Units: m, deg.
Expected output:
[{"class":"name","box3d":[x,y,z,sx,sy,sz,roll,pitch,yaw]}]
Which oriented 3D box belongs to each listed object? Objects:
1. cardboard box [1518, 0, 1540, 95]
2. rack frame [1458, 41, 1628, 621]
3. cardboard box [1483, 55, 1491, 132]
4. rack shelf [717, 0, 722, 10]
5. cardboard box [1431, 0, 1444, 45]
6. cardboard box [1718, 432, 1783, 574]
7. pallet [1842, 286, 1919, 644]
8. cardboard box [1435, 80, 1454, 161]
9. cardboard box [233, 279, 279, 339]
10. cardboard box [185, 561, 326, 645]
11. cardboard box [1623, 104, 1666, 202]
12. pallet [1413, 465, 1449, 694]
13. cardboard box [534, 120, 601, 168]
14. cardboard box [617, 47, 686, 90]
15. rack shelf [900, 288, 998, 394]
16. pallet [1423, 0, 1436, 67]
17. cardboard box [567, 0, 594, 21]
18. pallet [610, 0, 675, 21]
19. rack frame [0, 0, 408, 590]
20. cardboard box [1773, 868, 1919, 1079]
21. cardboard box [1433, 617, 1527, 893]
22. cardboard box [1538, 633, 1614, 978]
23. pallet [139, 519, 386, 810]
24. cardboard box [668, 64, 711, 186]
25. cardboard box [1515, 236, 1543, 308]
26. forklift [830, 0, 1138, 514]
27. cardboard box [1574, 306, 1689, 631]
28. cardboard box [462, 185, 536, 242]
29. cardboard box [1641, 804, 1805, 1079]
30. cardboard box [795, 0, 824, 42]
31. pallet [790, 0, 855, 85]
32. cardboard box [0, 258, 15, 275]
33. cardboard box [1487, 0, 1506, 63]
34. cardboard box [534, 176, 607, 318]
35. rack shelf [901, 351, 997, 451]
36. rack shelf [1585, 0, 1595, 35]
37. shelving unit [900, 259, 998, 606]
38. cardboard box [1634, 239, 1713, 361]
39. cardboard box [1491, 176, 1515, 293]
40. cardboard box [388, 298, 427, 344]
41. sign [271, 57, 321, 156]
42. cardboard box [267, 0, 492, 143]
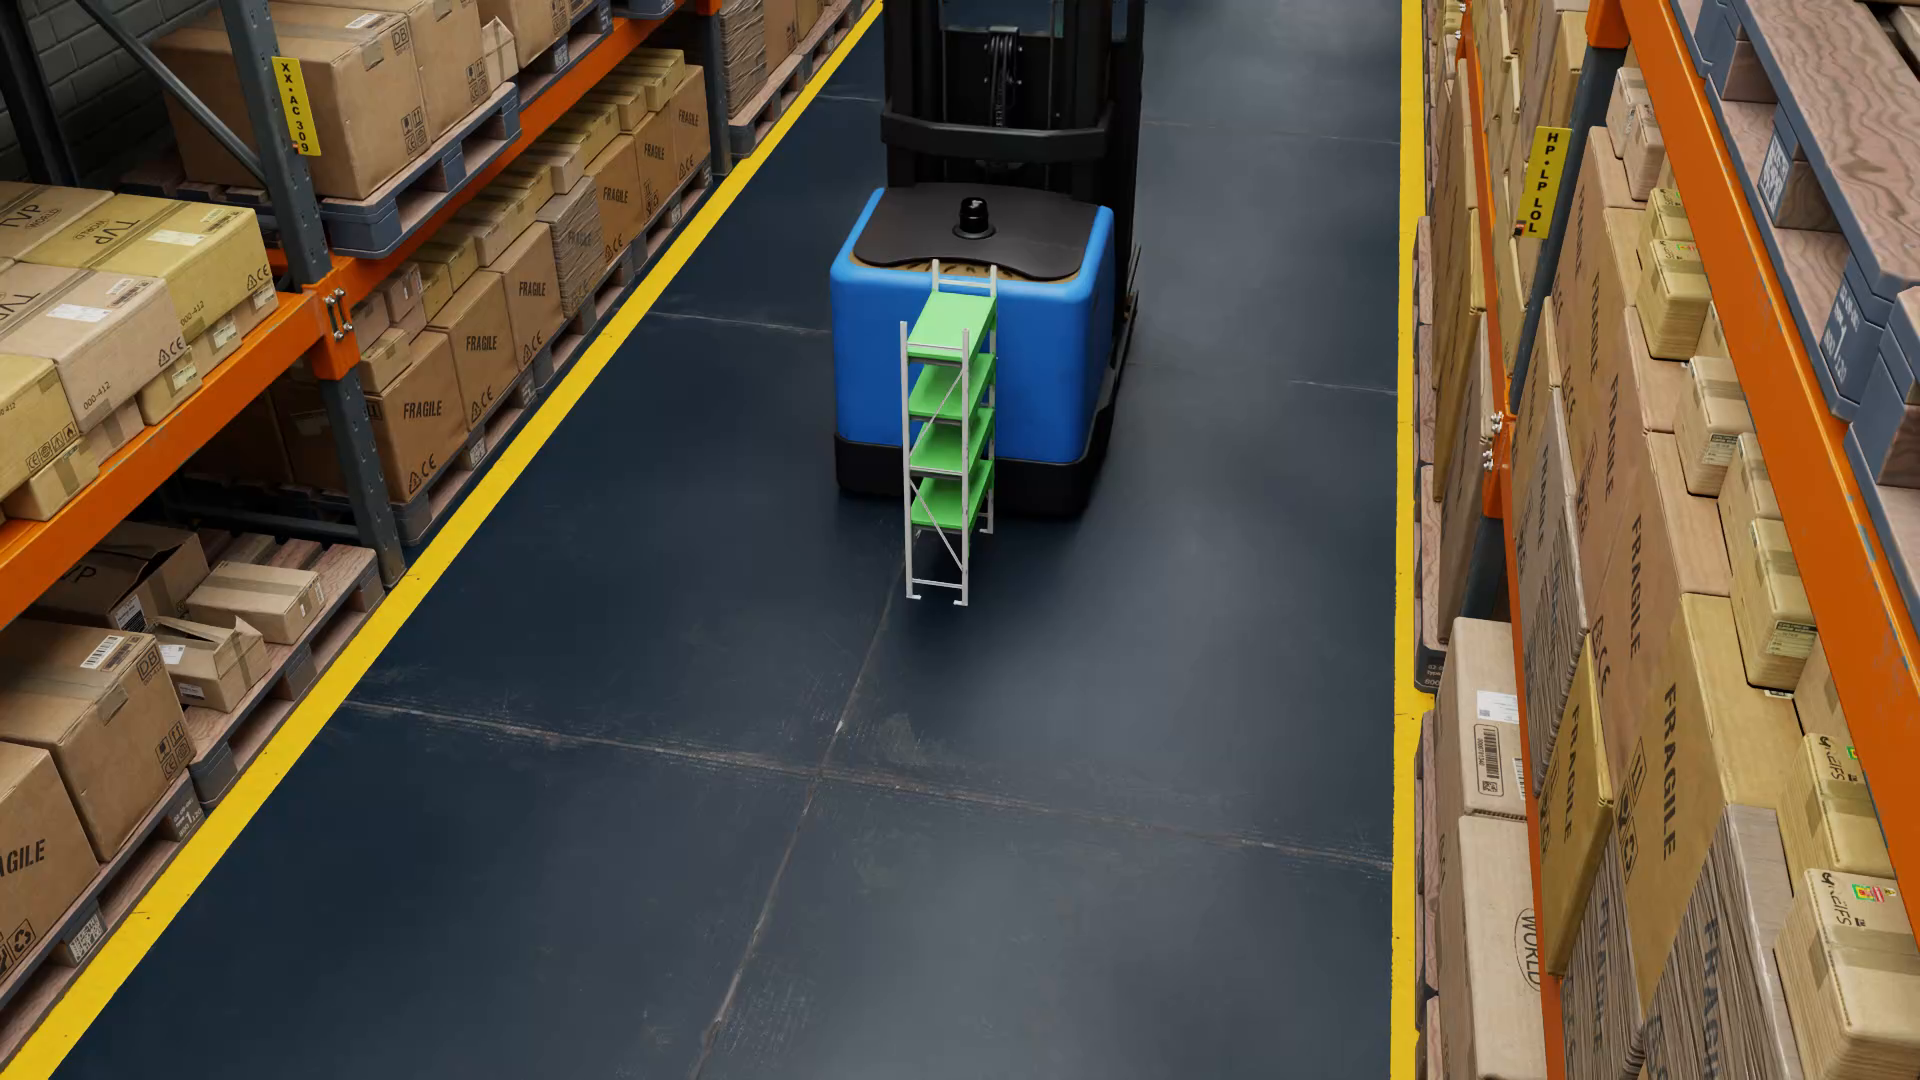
[{"class":"cardboard box","box3d":[2.244,-1.816,5.762,0.500,0.500,0.500,8,37,11]},{"class":"rack frame","box3d":[2.163,-0.497,4.880,1.000,3.000,0.127,7,37,10]},{"class":"cardboard box","box3d":[2.457,-1.884,6.921,0.500,0.250,0.500,8,37,12]},{"class":"rack shelf","box3d":[-1.405,-4.266,10.693,1.077,0.370,4.000,7,37,10]},{"class":"cardboard box","box3d":[3.612,-3.476,10.872,0.950,0.372,0.625,10,37,13]},{"class":"cardboard box","box3d":[1.483,-0.030,2.745,0.380,0.149,0.250,8,37,11]},{"class":"pallet","box3d":[1.457,0.191,1.451,1.003,0.211,1.213,7,37,10]},{"class":"cardboard box","box3d":[3.148,-2.219,9.137,0.950,0.372,0.625,5,36,7]},{"class":"cardboard box","box3d":[-2.508,-0.801,5.514,0.380,0.149,0.250,8,37,11]},{"class":"cardboard box","box3d":[-2.519,0.223,5.958,0.380,0.149,0.250,6,36,9]},{"class":"cardboard box","box3d":[1.803,-0.908,3.957,0.380,0.149,0.250,8,37,11]},{"class":"pallet","box3d":[2.254,0.180,6.322,1.003,0.211,1.213,7,37,10]},{"class":"cardboard box","box3d":[-1.971,-1.922,8.065,0.380,0.149,0.250,7,36,9]},{"class":"cardboard box","box3d":[-1.690,-2.516,8.885,0.380,0.149,0.250,6,36,8]},{"class":"rack shelf","box3d":[-0.035,-0.728,6.023,0.258,0.148,0.480,7,37,10]},{"class":"pallet","box3d":[3.707,-3.508,11.411,1.003,0.211,1.213,7,37,10]},{"class":"cardboard box","box3d":[-2.000,-2.664,7.423,0.797,0.503,0.637,7,36,9]},{"class":"pallet","box3d":[-1.909,-2.936,8.408,1.213,0.211,1.003,7,37,10]},{"class":"rack frame","box3d":[-2.687,-1.117,5.736,1.000,3.000,0.127,7,37,10]},{"class":"cardboard box","box3d":[1.193,0.550,1.945,0.380,0.149,0.250,7,37,10]},{"class":"cardboard box","box3d":[1.924,0.716,5.031,0.875,0.438,0.875,7,36,9]},{"class":"cardboard box","box3d":[1.473,0.566,3.328,0.500,0.500,0.500,8,37,11]},{"class":"pallet","box3d":[-2.834,0.405,6.011,1.003,0.211,1.213,7,37,10]},{"class":"cardboard box","box3d":[-1.713,-2.299,9.138,0.500,0.500,0.500,8,37,11]},{"class":"cardboard box","box3d":[2.020,-0.922,5.168,0.500,0.250,0.500,7,37,10]},{"class":"forklift","box3d":[0.267,-2.153,7.223,1.130,2.935,3.031,7,36,9]},{"class":"cardboard box","box3d":[1.590,-0.119,3.421,0.500,0.500,0.500,8,37,11]},{"class":"cardboard box","box3d":[-2.133,-1.467,7.437,0.380,0.149,0.250,9,37,12]},{"class":"cardboard box","box3d":[1.262,0.741,2.234,0.500,0.500,0.500,7,37,10]},{"class":"cardboard box","box3d":[-1.410,-3.737,11.015,0.875,0.625,0.625,6,36,8]},{"class":"pallet","box3d":[-1.356,-3.446,11.325,1.003,0.211,1.213,7,37,10]},{"class":"cardboard box","box3d":[-3.157,-0.639,4.949,0.500,0.250,0.500,7,37,10]},{"class":"cardboard box","box3d":[2.438,-2.092,6.783,0.500,0.250,0.500,7,37,10]},{"class":"cardboard box","box3d":[-2.032,-1.413,7.916,0.500,0.500,0.500,6,36,8]},{"class":"rack shelf","box3d":[-0.035,-0.534,6.164,0.258,0.148,0.480,7,37,10]},{"class":"rack shelf","box3d":[2.590,-2.567,5.793,1.077,0.370,4.000,7,37,10]},{"class":"shelving unit","box3d":[-0.035,-0.391,6.267,0.258,1.200,0.503,7,37,10]},{"class":"cardboard box","box3d":[1.592,-0.473,3.356,0.380,0.149,0.250,6,36,9]},{"class":"cardboard box","box3d":[2.123,-1.017,5.725,0.500,0.250,0.500,7,36,9]},{"class":"cardboard box","box3d":[-2.367,-0.879,6.626,0.380,0.149,0.250,6,36,9]},{"class":"sign","box3d":[-2.155,-1.404,5.394,0.100,0.325,0.005,7,37,10]},{"class":"cardboard box","box3d":[-2.254,-1.874,6.337,0.700,0.500,0.500,8,37,10]}]
